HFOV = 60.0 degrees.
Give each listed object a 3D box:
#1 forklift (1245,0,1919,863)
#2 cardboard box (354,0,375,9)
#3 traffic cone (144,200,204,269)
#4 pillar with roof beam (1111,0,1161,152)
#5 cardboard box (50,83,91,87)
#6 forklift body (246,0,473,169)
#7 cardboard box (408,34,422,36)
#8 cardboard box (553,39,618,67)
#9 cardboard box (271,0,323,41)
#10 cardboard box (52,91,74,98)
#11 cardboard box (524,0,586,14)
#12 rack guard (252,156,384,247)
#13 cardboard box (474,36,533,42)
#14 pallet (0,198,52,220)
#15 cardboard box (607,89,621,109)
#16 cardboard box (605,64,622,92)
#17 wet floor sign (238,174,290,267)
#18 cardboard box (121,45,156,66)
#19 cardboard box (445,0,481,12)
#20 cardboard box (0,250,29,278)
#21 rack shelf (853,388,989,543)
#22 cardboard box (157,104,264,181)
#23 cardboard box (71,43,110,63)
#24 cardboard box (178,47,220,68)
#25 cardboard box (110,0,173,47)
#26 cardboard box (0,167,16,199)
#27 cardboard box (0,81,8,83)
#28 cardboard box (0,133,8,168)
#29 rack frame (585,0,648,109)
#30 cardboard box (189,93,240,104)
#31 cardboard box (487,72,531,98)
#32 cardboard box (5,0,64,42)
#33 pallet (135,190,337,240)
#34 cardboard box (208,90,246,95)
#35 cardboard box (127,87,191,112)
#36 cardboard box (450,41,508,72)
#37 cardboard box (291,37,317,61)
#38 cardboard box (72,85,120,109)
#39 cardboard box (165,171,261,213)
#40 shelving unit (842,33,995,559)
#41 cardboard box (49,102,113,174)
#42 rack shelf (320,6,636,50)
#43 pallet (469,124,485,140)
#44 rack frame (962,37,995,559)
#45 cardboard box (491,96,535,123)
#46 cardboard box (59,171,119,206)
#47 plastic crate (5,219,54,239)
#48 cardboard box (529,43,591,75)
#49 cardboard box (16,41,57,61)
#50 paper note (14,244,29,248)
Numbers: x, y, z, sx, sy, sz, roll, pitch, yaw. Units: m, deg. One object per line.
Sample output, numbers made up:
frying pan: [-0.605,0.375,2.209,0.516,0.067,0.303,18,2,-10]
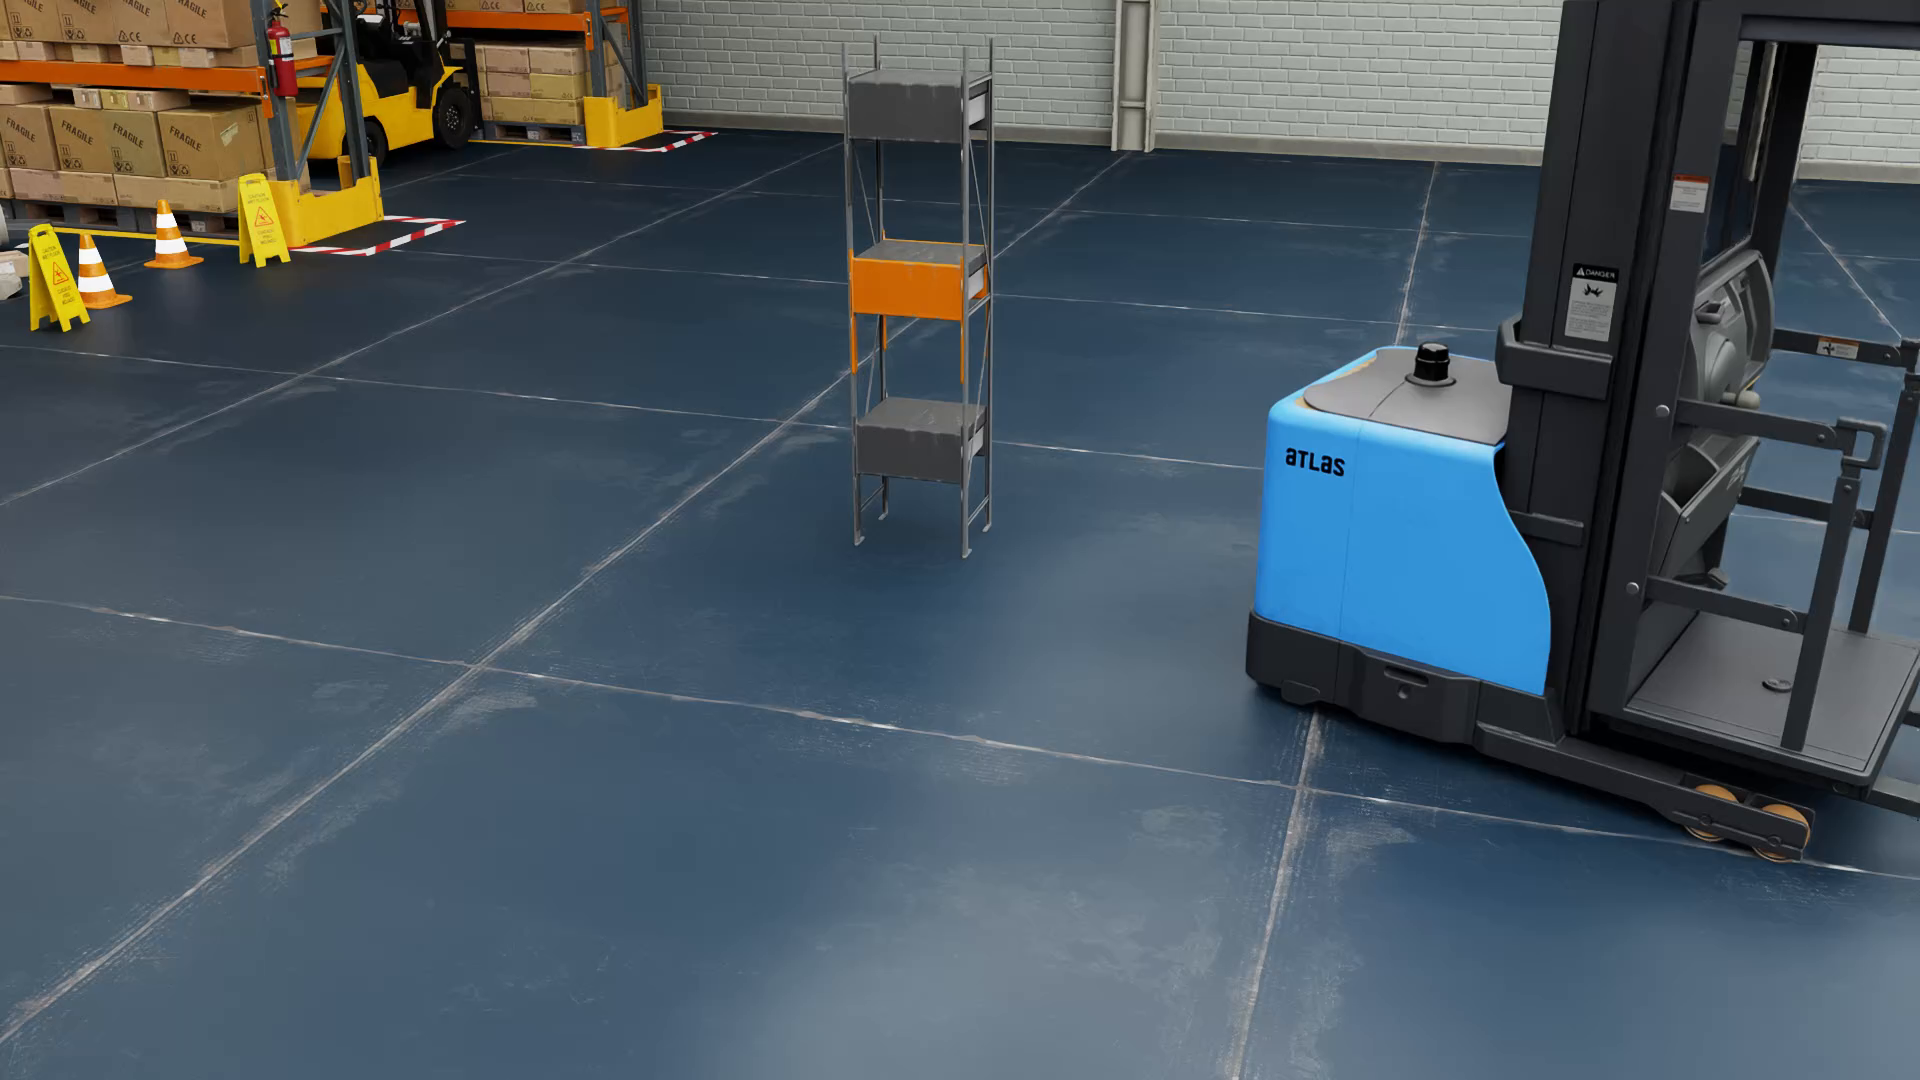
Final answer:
forklift: [2.505,-0.628,4.938,3.031,2.935,1.130,16,27,33]
cardboard box: [-6.058,-5.884,17.531,0.500,0.500,0.500,6,23,15]
traffic cone: [-5.781,-2.250,12.146,0.334,0.463,0.336,7,23,16]
pillar with roof beam: [0.528,-6.607,11.519,0.400,9.000,9.100,7,23,16]
cardboard box: [-10.004,-5.480,19.252,0.625,0.625,0.875,7,23,17]
forklift body: [-5.909,-4.802,16.142,1.214,2.155,2.313,7,23,16]
cardboard box: [-5.899,-5.378,18.182,0.500,0.250,0.500,7,23,16]
cardboard box: [-3.972,-5.155,17.638,0.500,0.250,0.500,6,23,15]
cardboard box: [-5.370,-4.182,12.989,0.500,0.500,0.500,6,23,15]
cardboard box: [-7.206,-3.475,13.871,0.500,0.500,0.500,8,24,18]
cardboard box: [-4.113,-5.654,16.970,0.500,0.500,0.500,6,23,14]
rack guard: [-5.069,-2.697,13.187,0.348,0.500,1.175,7,23,16]
cardboard box: [-4.927,-5.268,17.912,0.500,0.250,0.500,6,23,15]
pallet: [-8.173,-2.933,14.142,1.213,0.211,1.003,7,23,16]
cardboard box: [-3.980,-4.696,17.836,0.500,0.250,0.500,7,23,16]
cardboard box: [-3.956,-4.930,17.747,0.500,0.250,0.500,7,23,16]
wet floor sign: [-5.124,-2.347,12.140,0.232,0.644,0.267,16,27,34]
cardboard box: [-6.185,-3.733,12.749,0.250,0.149,0.380,7,23,16]
cardboard box: [-5.098,-5.770,17.253,0.500,0.500,0.500,6,23,14]
cardboard box: [-6.834,-1.936,11.794,0.380,0.149,0.250,-20,29,-39]
rack shelf: [-0.158,-0.329,7.187,0.480,0.518,0.431,7,23,16]
cardboard box: [-5.839,-3.108,12.975,0.500,0.500,0.500,7,23,16]
cardboard box: [-6.661,-3.807,12.930,0.250,0.149,0.380,6,23,15]
cardboard box: [-5.691,-3.680,12.620,0.250,0.149,0.380,6,23,15]
cardboard box: [-6.074,-4.045,12.656,0.500,0.500,0.500,7,23,16]
cardboard box: [-7.825,-2.989,13.674,0.500,0.250,0.500,8,24,19]
cardboard box: [-7.744,-3.599,13.319,0.250,0.149,0.380,7,23,18]
cardboard box: [-7.823,-3.336,13.532,0.500,0.500,0.500,8,23,18]
rack frame: [-3.566,-5.649,17.090,0.127,3.000,1.000,7,23,16]
cardboard box: [-6.214,-3.362,13.594,0.500,0.500,0.500,6,23,14]
cardboard box: [-4.599,-4.801,17.434,0.500,0.250,0.500,6,23,15]
cardboard box: [-7.031,-4.164,12.945,0.500,0.500,0.500,7,23,16]
pallet: [-5.837,-2.666,13.490,1.213,0.211,1.003,7,23,16]
cardboard box: [-7.898,-5.237,18.659,0.625,0.625,0.875,8,24,18]
cardboard box: [-6.210,-3.424,12.891,0.250,0.149,0.380,7,23,17]
cardboard box: [-5.074,-5.077,17.446,0.500,0.250,0.500,7,23,16]
cardboard box: [-5.262,-3.842,13.014,0.250,0.149,0.380,7,23,16]
cardboard box: [-6.701,-3.482,13.033,0.250,0.149,0.380,8,23,18]
cardboard box: [-5.871,-2.761,13.118,0.500,0.250,0.500,6,23,15]
shelving unit: [-0.158,-0.990,6.916,0.503,2.100,0.431,7,23,16]
cardboard box: [-6.820,-3.221,13.253,0.500,0.500,0.500,6,23,14]
rack shelf: [-5.481,-5.536,17.761,4.000,0.370,1.077,7,23,16]
pallet: [-5.475,-4.562,18.114,1.213,0.211,1.003,7,23,15]
rack frame: [0.075,-0.963,6.851,0.015,2.100,0.400,7,23,16]
cardboard box: [-4.581,-4.566,17.519,0.500,0.250,0.500,7,23,15]
cardboard box: [-6.844,-2.873,13.392,0.500,0.250,0.500,6,23,14]
plastic crate: [-7.560,-2.463,13.169,0.583,0.080,0.402,-1,22,-3]
cardboard box: [-4.097,-4.971,17.189,0.500,0.250,0.500,7,23,17]
cardboard box: [-7.146,-3.856,13.048,0.250,0.149,0.380,6,23,15]
paper note: [-7.153,-2.269,12.761,0.148,0.019,0.142,-1,22,-3]
